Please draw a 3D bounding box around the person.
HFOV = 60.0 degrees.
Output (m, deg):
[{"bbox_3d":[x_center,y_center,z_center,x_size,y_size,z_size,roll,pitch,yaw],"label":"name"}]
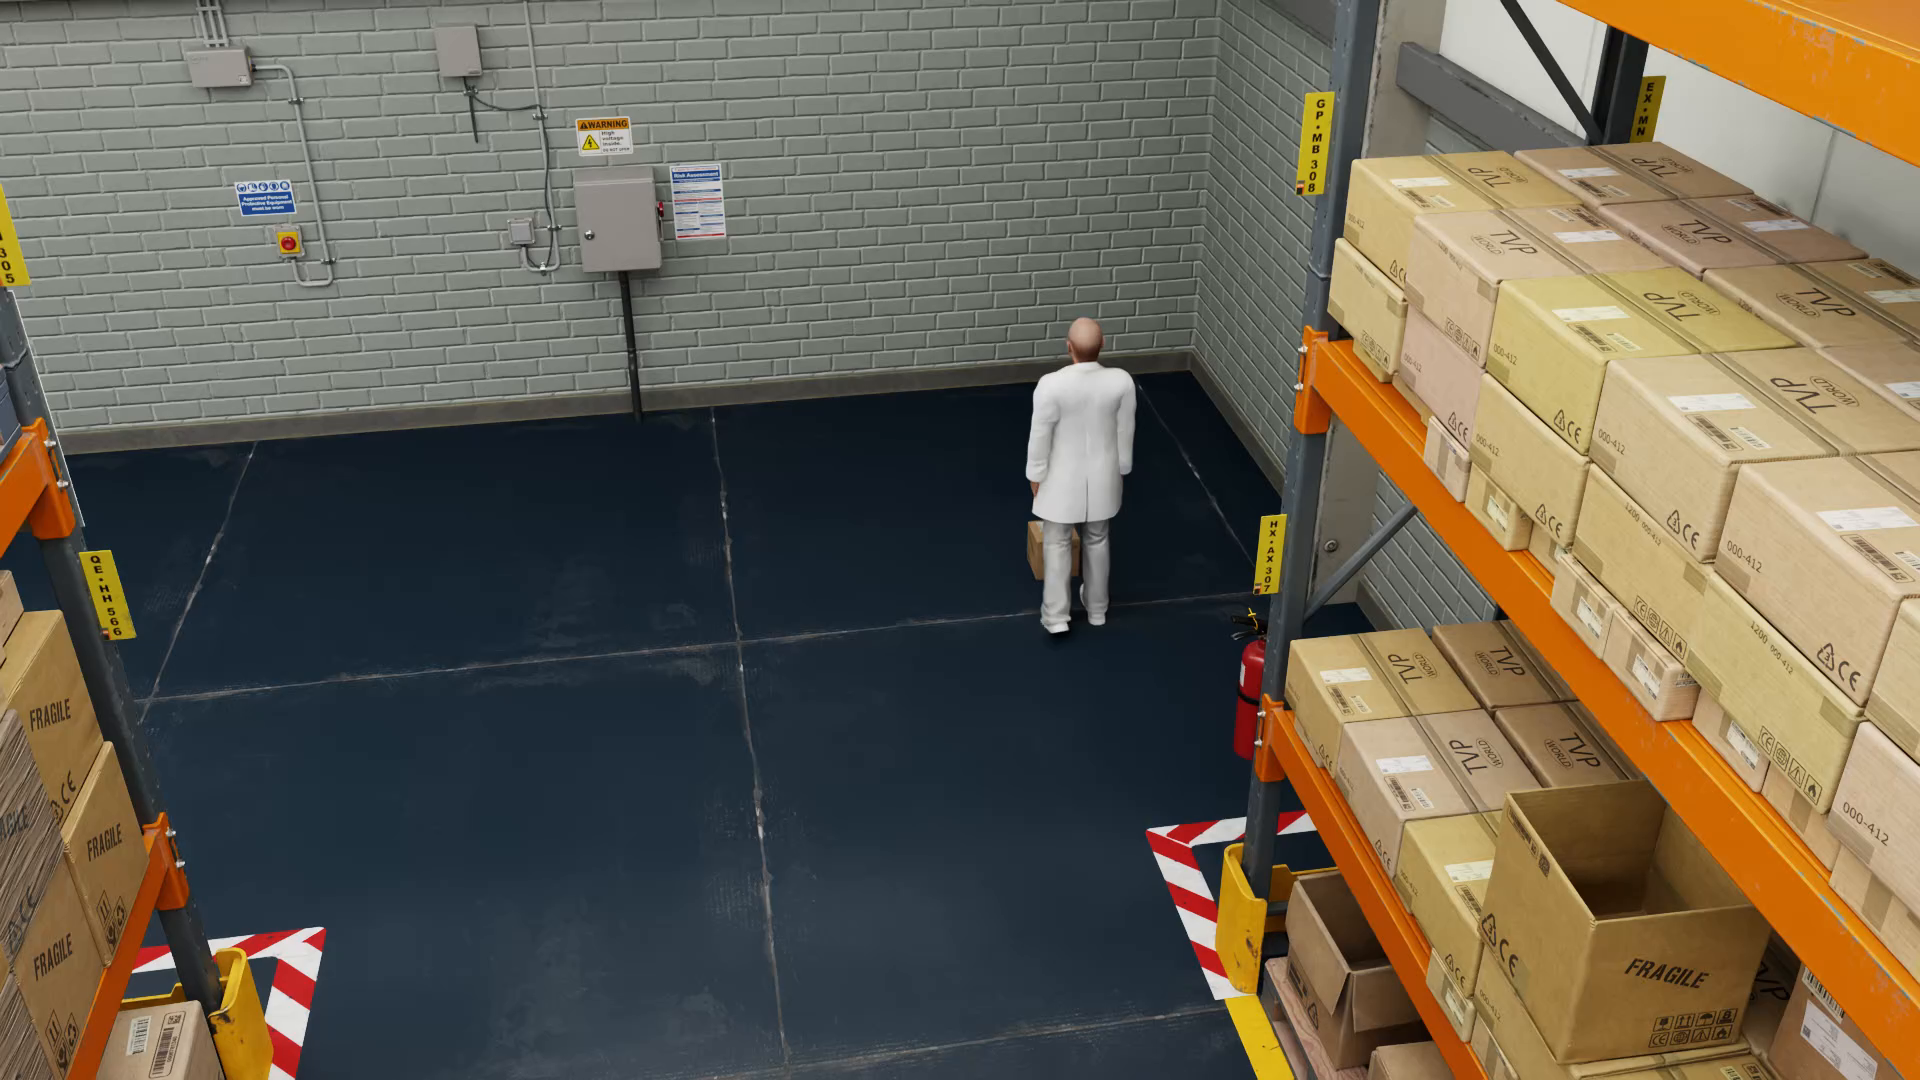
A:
[{"bbox_3d":[0.624,-0.317,8.767,0.573,1.848,0.480,-5,31,-8],"label":"person"}]
